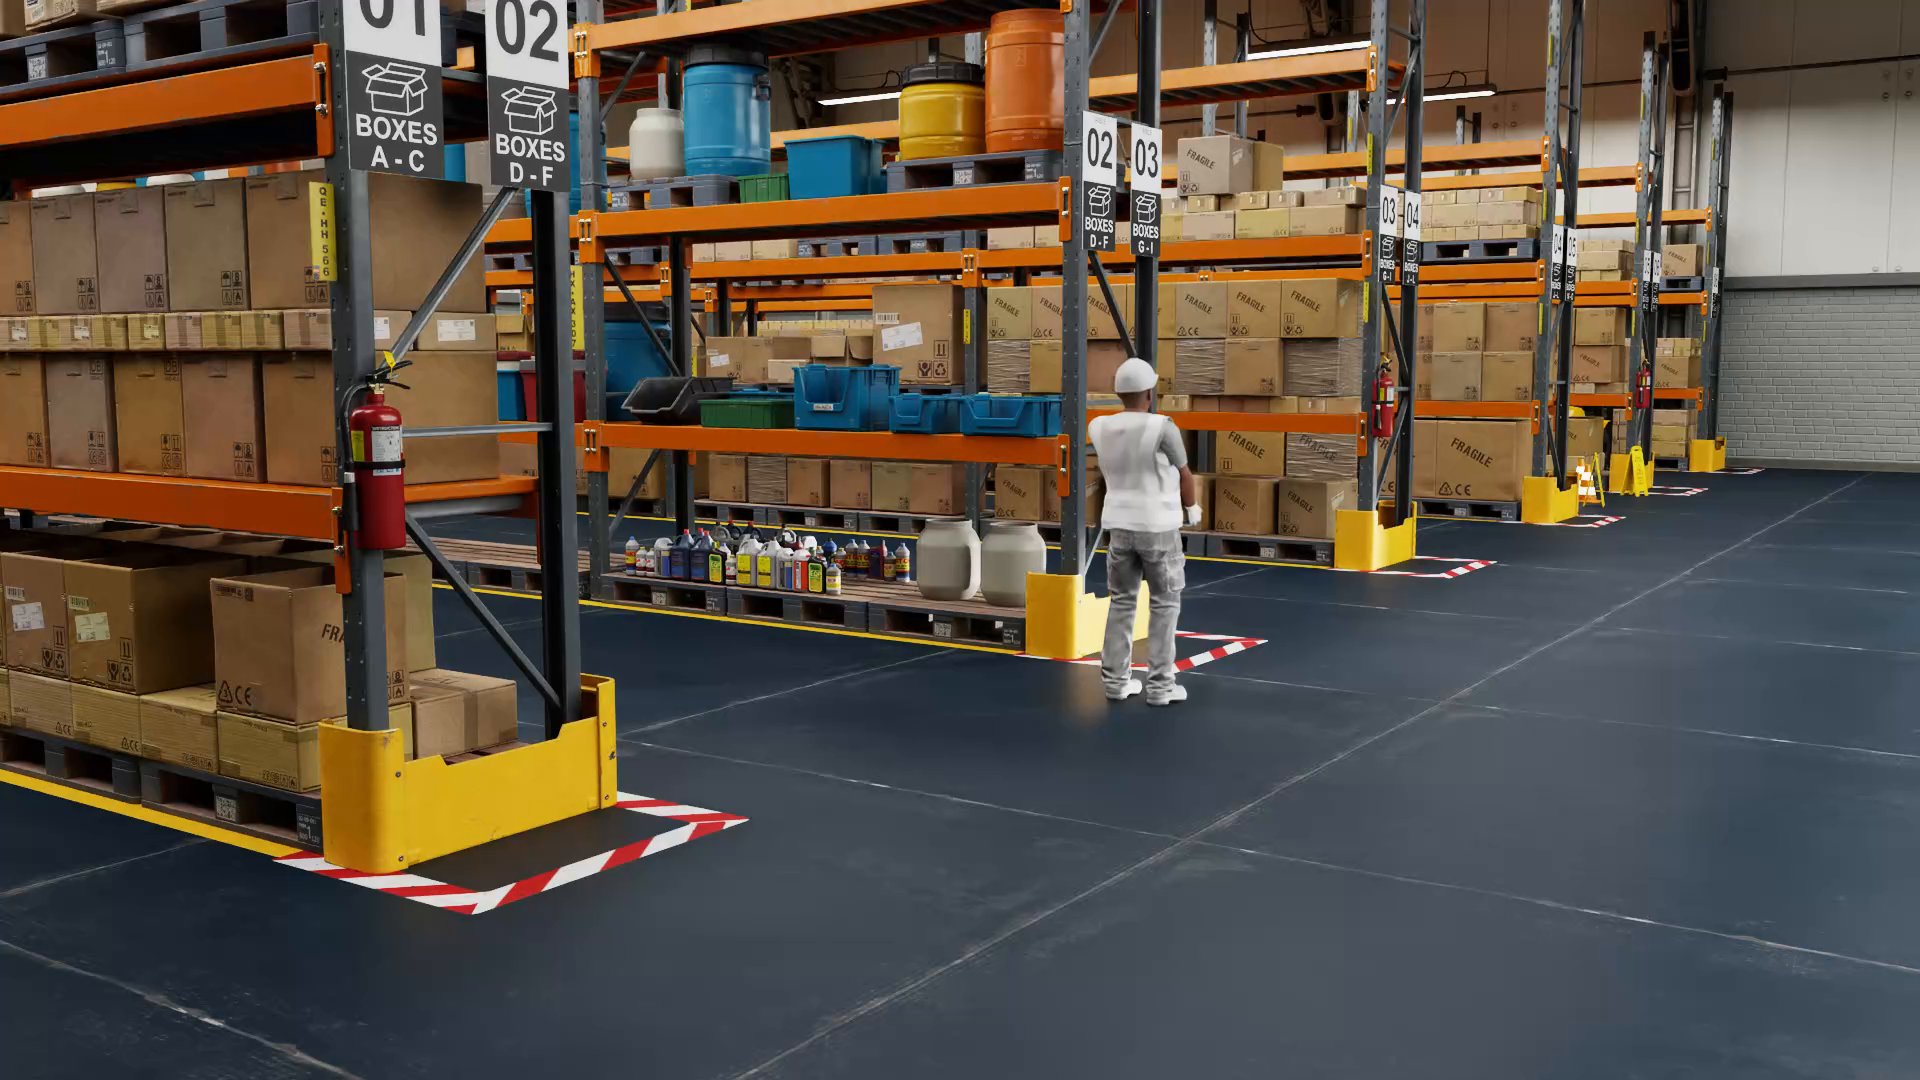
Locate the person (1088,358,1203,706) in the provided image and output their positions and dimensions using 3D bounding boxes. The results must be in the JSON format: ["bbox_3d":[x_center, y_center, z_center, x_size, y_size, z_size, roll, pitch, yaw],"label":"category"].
[{"bbox_3d":[0.992,-0.057,8.679,0.487,1.778,0.584,5,8,36],"label":"person"}]
